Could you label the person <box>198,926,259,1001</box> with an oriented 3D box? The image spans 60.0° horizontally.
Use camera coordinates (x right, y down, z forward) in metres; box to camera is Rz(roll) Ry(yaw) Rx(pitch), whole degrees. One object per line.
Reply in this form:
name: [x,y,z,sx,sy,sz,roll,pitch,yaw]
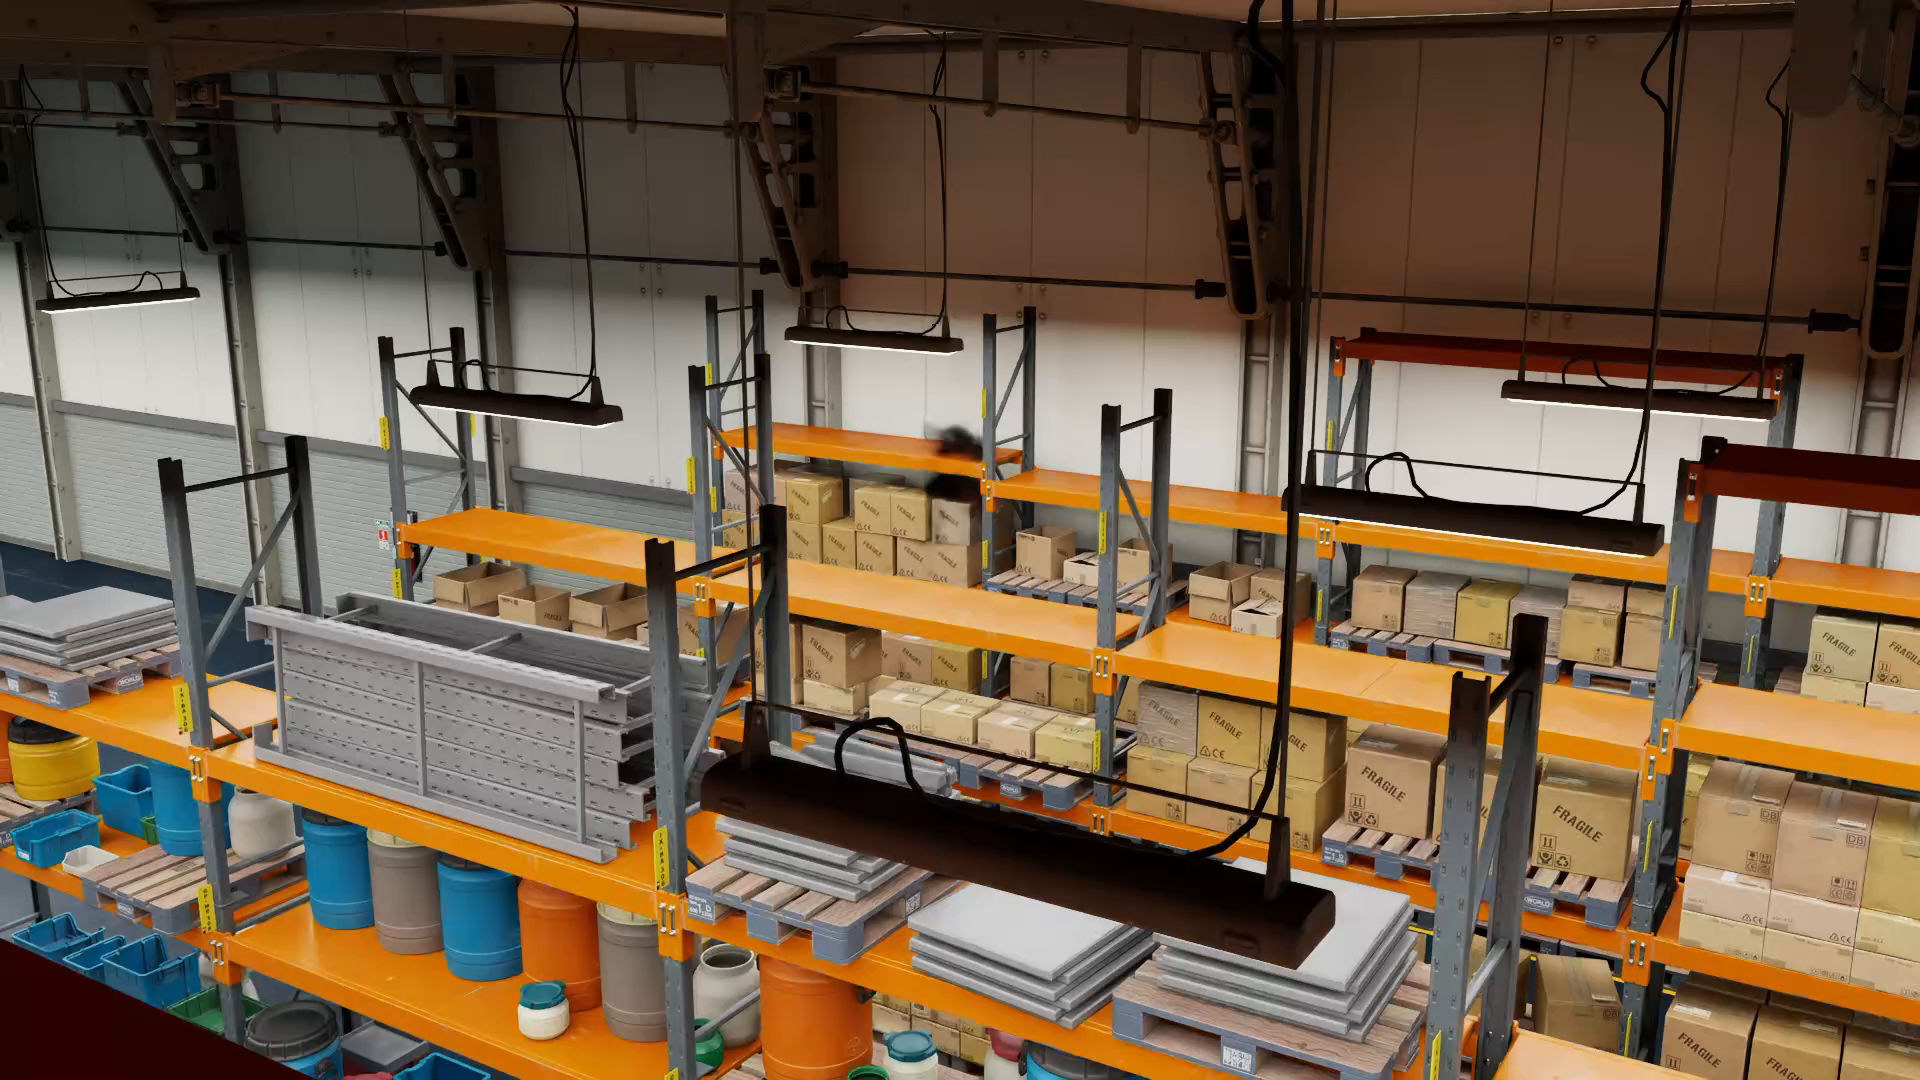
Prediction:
person: [-6.592,3.630,14.918,0.672,1.755,0.732,6,15,25]
